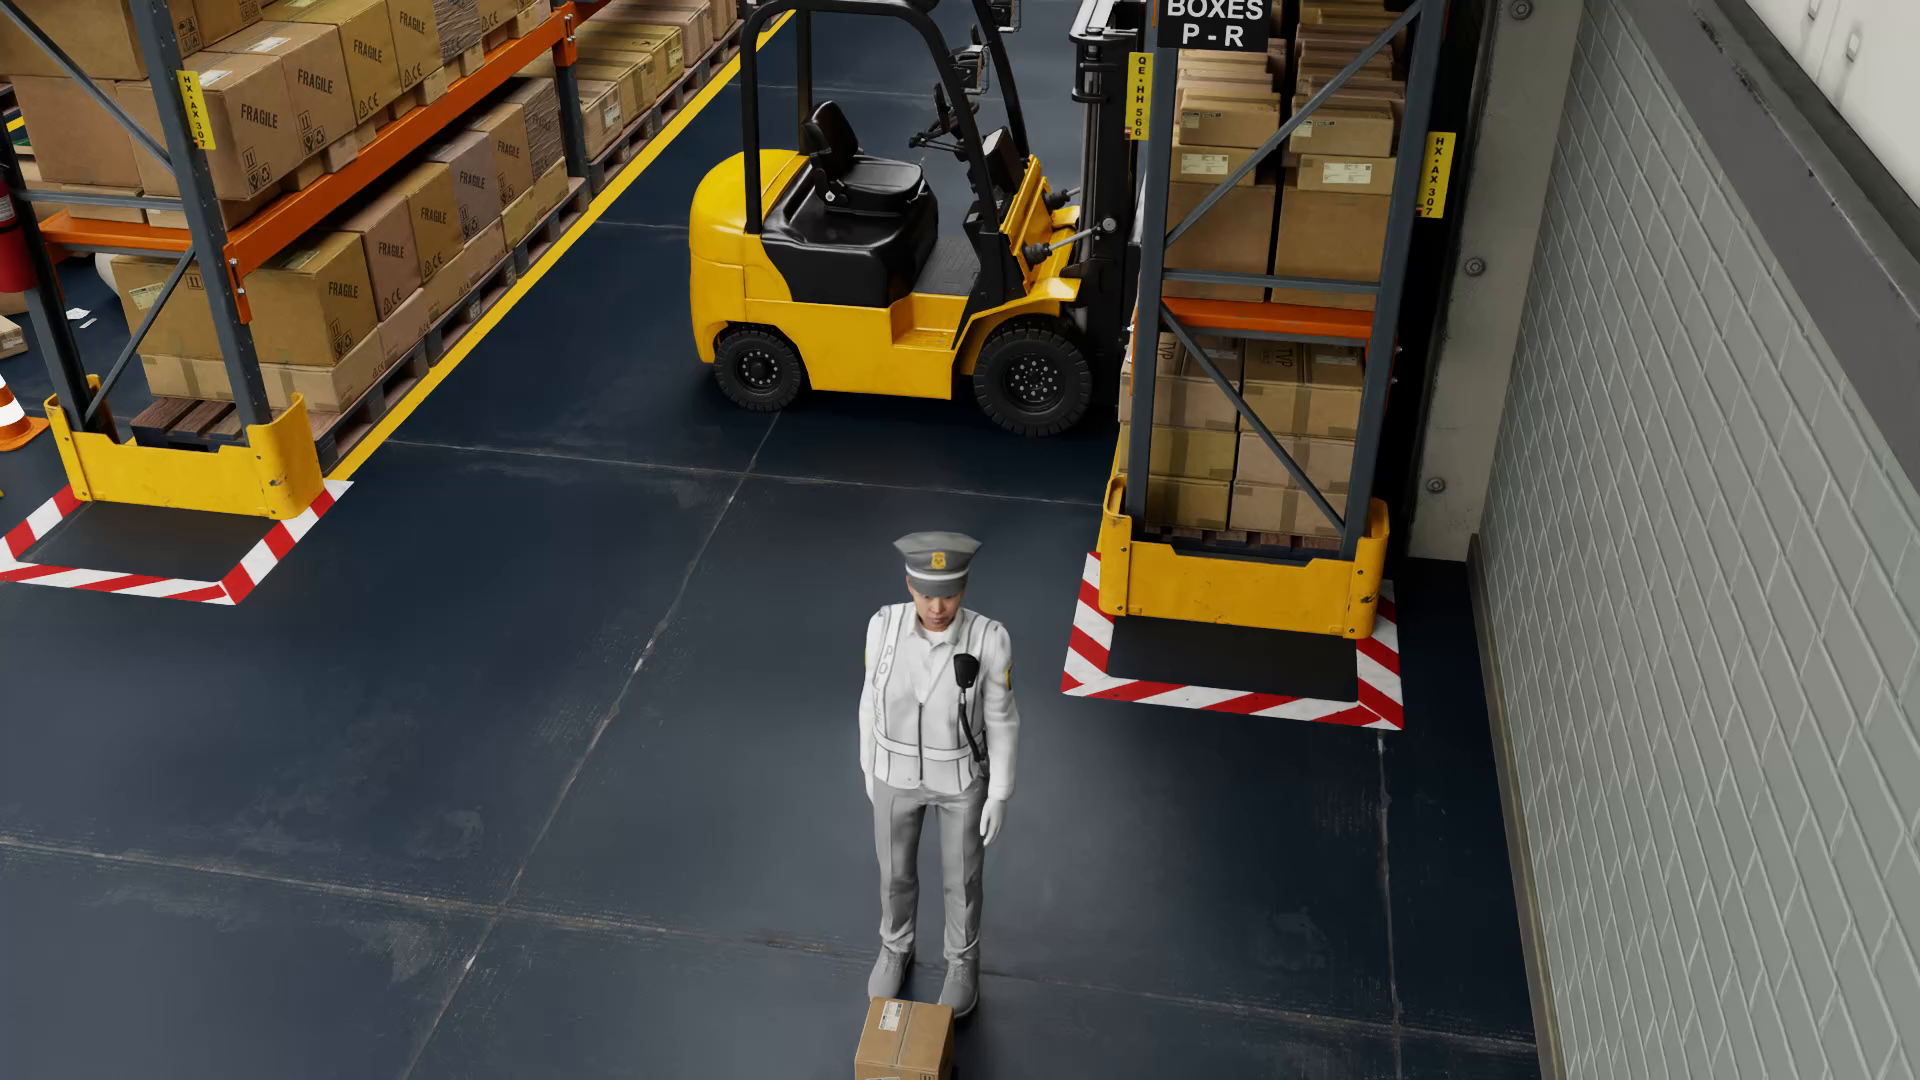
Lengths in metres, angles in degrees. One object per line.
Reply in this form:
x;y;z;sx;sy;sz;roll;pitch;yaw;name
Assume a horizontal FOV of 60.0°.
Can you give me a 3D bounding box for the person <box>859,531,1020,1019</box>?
-0.068;0.726;4.994;0.483;1.724;0.366;6;33;9;person
